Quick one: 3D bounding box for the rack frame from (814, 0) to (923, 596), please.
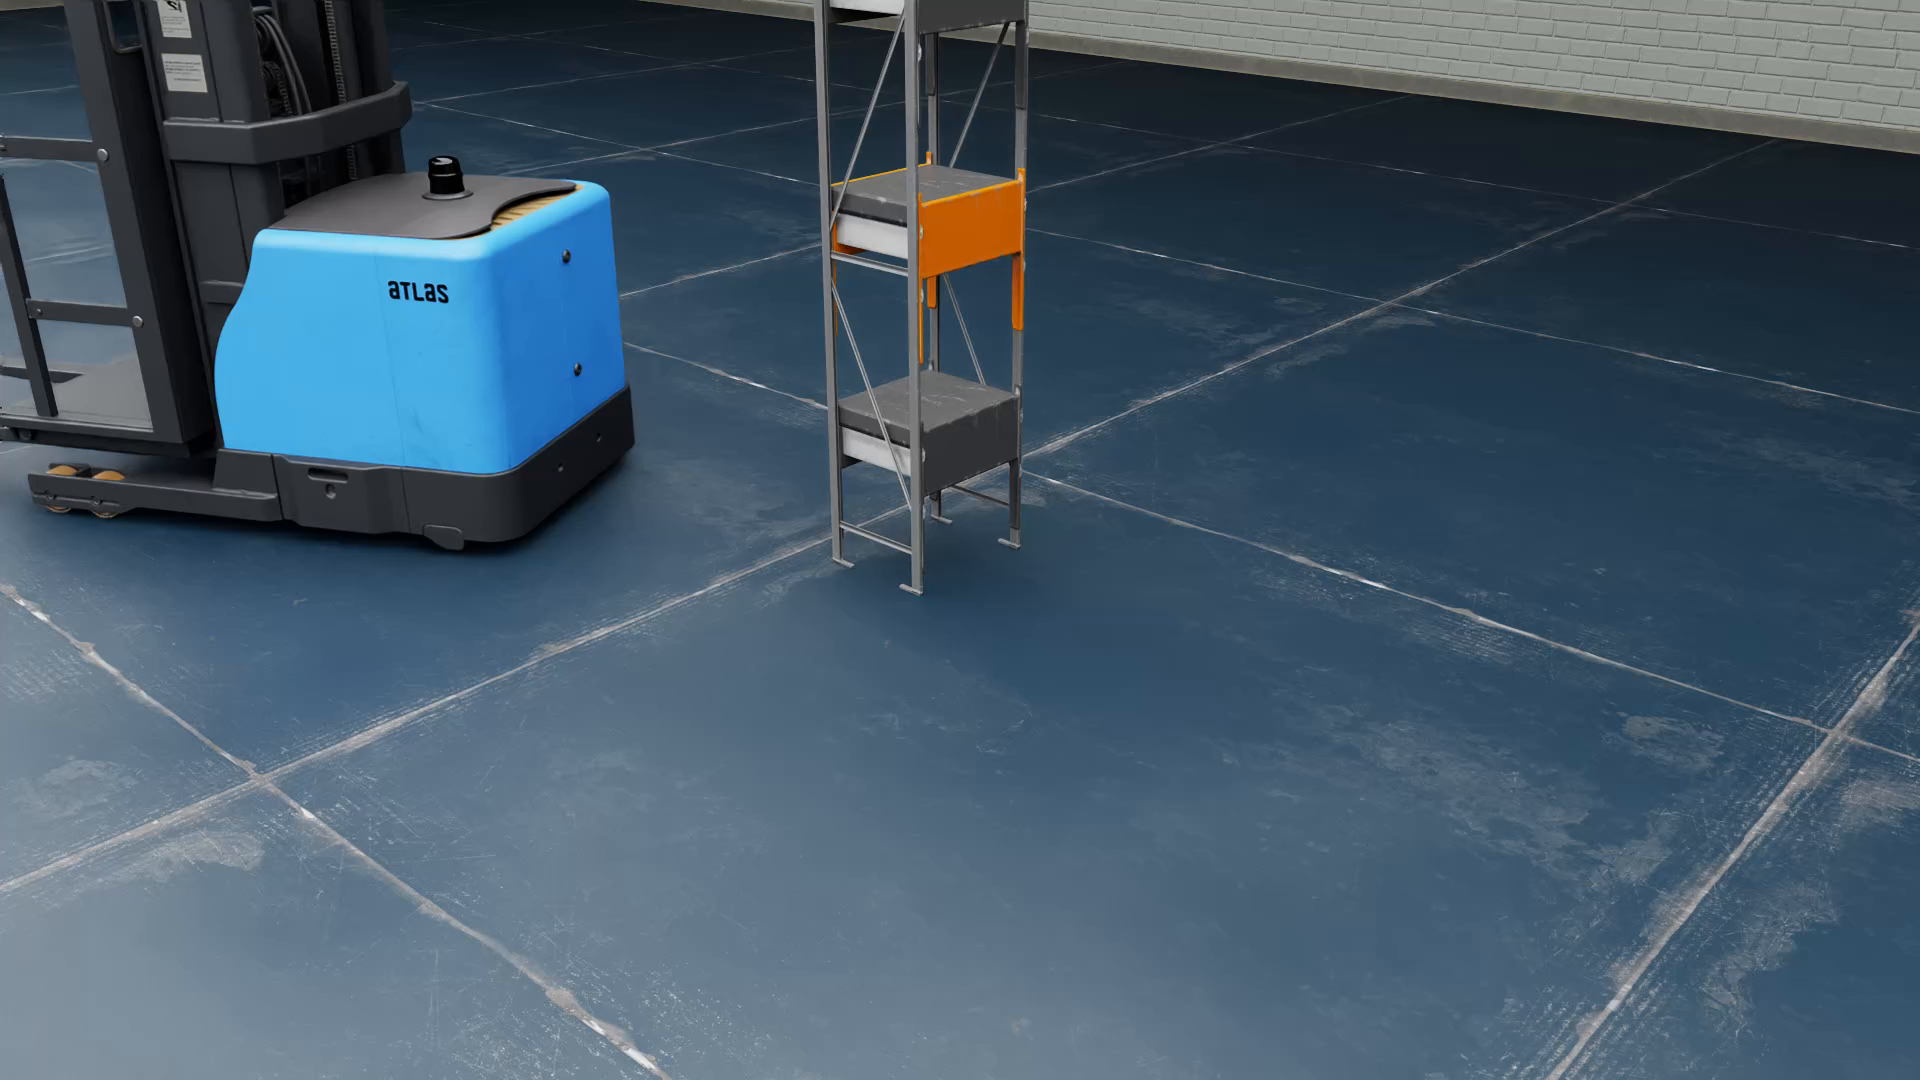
[{"bbox_3d":[-0.273,-0.833,5.042,0.400,2.100,0.015,20,31,38],"label":"rack frame"}]

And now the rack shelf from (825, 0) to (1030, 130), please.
[{"bbox_3d":[-0.111,-1.534,4.927,0.431,0.518,0.480,20,31,38],"label":"rack shelf"}]

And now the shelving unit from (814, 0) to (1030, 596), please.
[{"bbox_3d":[-0.110,-0.908,5.208,0.431,2.100,0.503,20,31,38],"label":"shelving unit"}]

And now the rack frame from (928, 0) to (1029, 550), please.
[{"bbox_3d":[0.052,-0.982,5.374,0.400,2.100,0.015,20,31,38],"label":"rack frame"}]

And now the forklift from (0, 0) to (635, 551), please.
[{"bbox_3d":[-2.825,-1.615,5.770,3.031,2.935,1.130,6,25,13],"label":"forklift"}]

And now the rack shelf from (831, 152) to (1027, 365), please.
[{"bbox_3d":[-0.110,-0.895,5.214,0.431,0.518,0.480,20,31,38],"label":"rack shelf"}]

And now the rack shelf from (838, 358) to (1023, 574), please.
[{"bbox_3d":[-0.110,-0.256,5.500,0.431,0.518,0.480,20,31,38],"label":"rack shelf"}]
